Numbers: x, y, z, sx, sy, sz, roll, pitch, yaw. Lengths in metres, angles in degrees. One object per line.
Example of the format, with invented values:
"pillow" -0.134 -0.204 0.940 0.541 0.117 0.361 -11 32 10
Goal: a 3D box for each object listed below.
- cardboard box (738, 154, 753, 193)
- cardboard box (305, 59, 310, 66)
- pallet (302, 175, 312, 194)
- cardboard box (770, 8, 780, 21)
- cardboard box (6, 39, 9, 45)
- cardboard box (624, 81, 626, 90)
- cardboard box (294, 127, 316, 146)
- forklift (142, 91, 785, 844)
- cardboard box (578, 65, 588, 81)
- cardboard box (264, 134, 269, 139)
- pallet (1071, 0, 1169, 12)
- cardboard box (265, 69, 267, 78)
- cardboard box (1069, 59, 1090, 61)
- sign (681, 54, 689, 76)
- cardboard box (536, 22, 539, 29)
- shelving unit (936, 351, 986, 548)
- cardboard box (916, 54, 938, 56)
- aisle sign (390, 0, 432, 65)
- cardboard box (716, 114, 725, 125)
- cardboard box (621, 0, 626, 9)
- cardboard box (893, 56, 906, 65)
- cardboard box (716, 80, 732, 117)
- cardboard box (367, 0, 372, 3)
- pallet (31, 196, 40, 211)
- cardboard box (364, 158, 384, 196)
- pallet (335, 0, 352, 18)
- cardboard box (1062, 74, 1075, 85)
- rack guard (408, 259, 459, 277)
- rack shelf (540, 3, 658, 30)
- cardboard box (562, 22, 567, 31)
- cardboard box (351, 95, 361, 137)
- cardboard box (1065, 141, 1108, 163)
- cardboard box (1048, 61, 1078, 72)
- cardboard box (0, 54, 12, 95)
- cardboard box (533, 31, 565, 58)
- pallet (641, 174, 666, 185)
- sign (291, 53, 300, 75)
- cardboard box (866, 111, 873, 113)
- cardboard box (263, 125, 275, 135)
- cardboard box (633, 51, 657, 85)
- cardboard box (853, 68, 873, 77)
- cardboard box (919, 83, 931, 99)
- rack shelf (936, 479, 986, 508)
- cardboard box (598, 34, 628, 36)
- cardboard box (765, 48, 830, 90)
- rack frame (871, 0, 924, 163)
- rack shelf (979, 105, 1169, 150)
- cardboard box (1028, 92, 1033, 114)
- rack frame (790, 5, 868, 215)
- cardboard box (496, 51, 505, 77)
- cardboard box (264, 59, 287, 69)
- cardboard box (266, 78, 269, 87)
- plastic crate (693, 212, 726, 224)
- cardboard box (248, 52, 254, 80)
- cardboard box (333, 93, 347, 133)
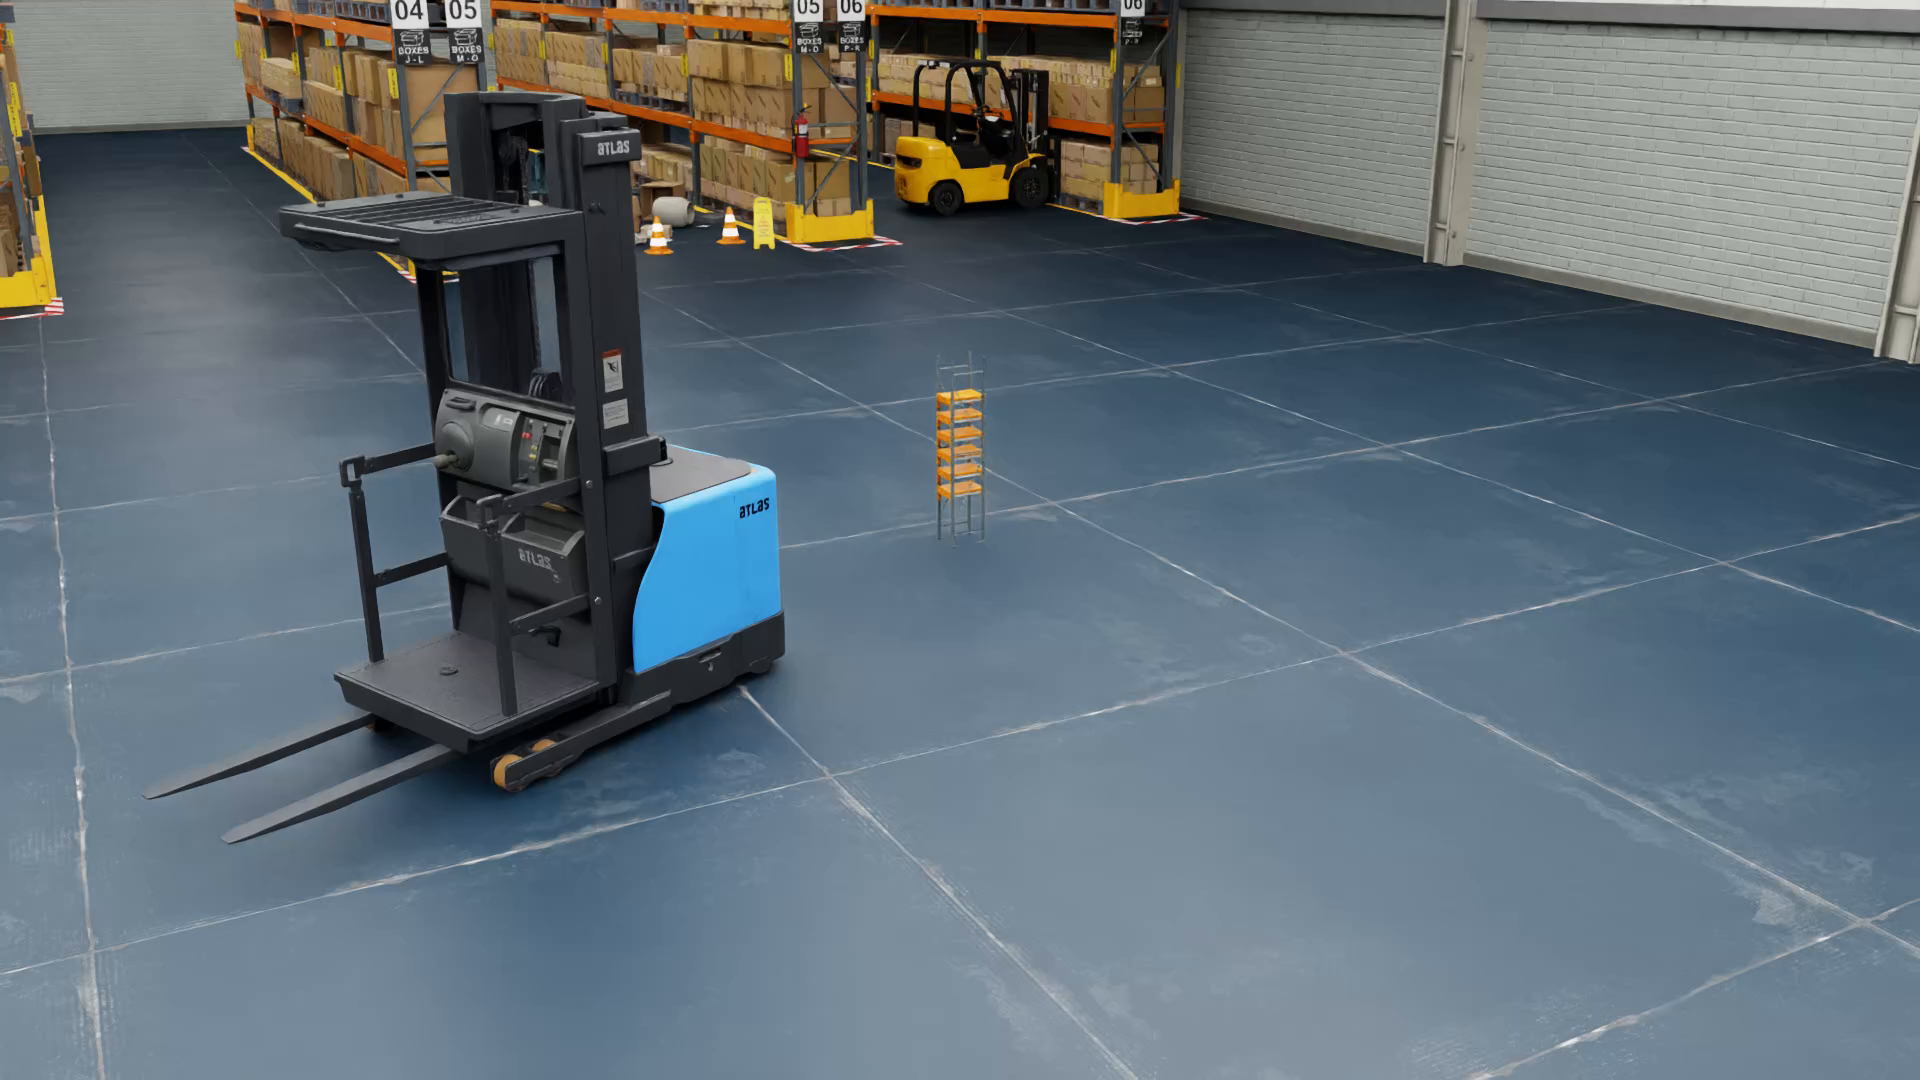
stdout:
"cardboard box" -2.798 -5.191 23.498 0.500 0.500 0.500 -11 22 -28
"cardboard box" -11.098 -8.226 28.703 0.380 0.149 0.250 -11 22 -28
"pallet" -10.180 -5.860 27.290 1.003 0.211 1.213 -10 21 -27
"cardboard box" -2.266 -6.878 21.751 0.380 0.149 0.250 -10 21 -26
"cardboard box" -17.560 -8.836 30.264 0.500 0.500 0.500 -10 21 -26
"cardboard box" -5.407 -7.621 27.859 0.380 0.149 0.250 -11 22 -30
"cardboard box" -10.616 -6.624 27.268 0.500 0.250 0.500 -10 21 -26
"forklift" -2.209 -0.446 7.429 1.130 2.935 3.031 14 23 35
"cardboard box" -6.464 -8.305 29.564 0.500 0.250 0.500 -11 22 -28
"cardboard box" -13.076 -7.756 31.780 0.380 0.149 0.250 -11 22 -29
"pallet" 2.350 -7.806 24.192 1.003 0.211 1.213 -10 21 -27
"cardboard box" -11.680 -7.990 28.473 0.380 0.149 0.250 -9 21 -25
"cardboard box" 1.854 -7.371 25.789 0.380 0.149 0.250 -9 21 -25
"sign" -4.090 -7.061 24.722 0.100 0.325 0.005 -10 21 -27
"cardboard box" -7.967 -9.929 32.126 0.380 0.149 0.250 -10 21 -27
"shelving unit" 0.007 -0.563 10.424 0.258 1.200 0.189 -10 21 -27
"cardboard box" -0.581 -8.753 30.253 0.380 0.149 0.250 -9 21 -25
"aisle sign" -6.242 -5.819 18.912 0.394 0.787 0.004 -10 21 -27
"cardboard box" -3.330 -6.130 24.182 0.380 0.149 0.250 -9 21 -25
"cardboard box" -5.381 -8.914 27.473 0.396 0.266 0.258 -10 21 -27
"cardboard box" -0.971 -8.590 29.779 0.380 0.149 0.250 -9 21 -25
"cardboard box" -3.153 -6.333 23.776 0.500 0.500 0.500 -10 21 -27
"cardboard box" -6.829 -6.464 19.755 0.380 0.149 0.250 -10 21 -26
"pallet" -14.532 -5.134 25.187 1.003 0.211 1.213 -10 21 -27
"cardboard box" -7.243 -4.550 21.832 0.875 0.875 0.875 -10 21 -26
"pallet" -7.532 -6.945 21.697 1.003 0.211 1.213 -10 21 -27
"cardboard box" 1.759 -6.928 24.962 0.380 0.149 0.250 -11 22 -28
"rack guard" -6.000 -3.469 19.917 1.175 0.500 0.348 -10 21 -27
"rack shelf" -6.452 -9.401 29.783 1.077 0.370 4.000 -10 21 -27
"cardboard box" -7.459 -9.926 32.118 0.380 0.149 0.250 -10 21 -26
"cardboard box" -7.725 -5.772 22.531 0.875 0.550 0.550 -10 21 -27
"cardboard box" 1.922 -5.824 24.949 0.500 0.250 0.500 -10 21 -26
"cardboard box" 1.574 -7.227 25.373 0.380 0.149 0.250 -10 21 -26
"cardboard box" -11.868 -5.640 20.236 0.500 0.500 0.500 -10 21 -27
"cardboard box" -7.869 -9.510 31.908 0.500 0.500 0.500 -10 21 -27
"pallet" -4.557 -5.857 27.281 1.003 0.211 1.213 -10 21 -27
"sign" -10.284 -7.377 25.757 0.100 0.325 0.005 -10 21 -27
"cardboard box" -1.750 -8.019 31.466 0.380 0.149 0.250 -11 22 -29
"cardboard box" -12.792 -7.659 31.043 0.380 0.149 0.250 -11 22 -29
"cardboard box" -4.981 -7.671 27.010 0.500 0.500 0.500 -10 21 -26
"cardboard box" -1.785 -8.728 31.069 0.380 0.149 0.250 -10 21 -26
"cardboard box" -0.410 -7.842 28.989 0.500 0.250 0.500 -9 21 -25
"rack shelf" 0.007 -0.294 10.516 0.258 0.103 0.180 -10 21 -27
"cardboard box" -6.234 -8.886 30.098 0.500 0.500 0.500 -10 21 -26
"cardboard box" -2.138 -6.226 21.934 0.700 0.500 0.500 -11 22 -28
"rack frame" -1.136 -8.519 30.722 1.000 3.000 0.127 -10 21 -27
"rack shelf" 1.714 -6.457 25.848 1.077 0.370 4.000 -10 21 -27
"cardboard box" 1.248 -6.958 26.045 0.500 0.500 0.500 -10 22 -27
"rack frame" -1.703 -5.453 21.835 1.000 3.000 0.127 -10 21 -27
"cardboard box" -9.326 -9.911 34.602 0.500 0.500 0.500 -10 21 -27
"cardboard box" -11.671 -8.126 28.410 0.380 0.149 0.250 -10 21 -26
"cardboard box" -11.676 -7.846 28.513 0.380 0.149 0.250 -10 21 -26
"plastic crate" -3.579 -4.643 23.965 0.583 0.080 0.402 16 25 39
"cardboard box" -13.141 -8.974 31.431 0.500 0.500 0.500 -10 21 -26
"cardboard box" -8.394 -5.961 23.155 0.500 0.500 0.500 -10 21 -27
